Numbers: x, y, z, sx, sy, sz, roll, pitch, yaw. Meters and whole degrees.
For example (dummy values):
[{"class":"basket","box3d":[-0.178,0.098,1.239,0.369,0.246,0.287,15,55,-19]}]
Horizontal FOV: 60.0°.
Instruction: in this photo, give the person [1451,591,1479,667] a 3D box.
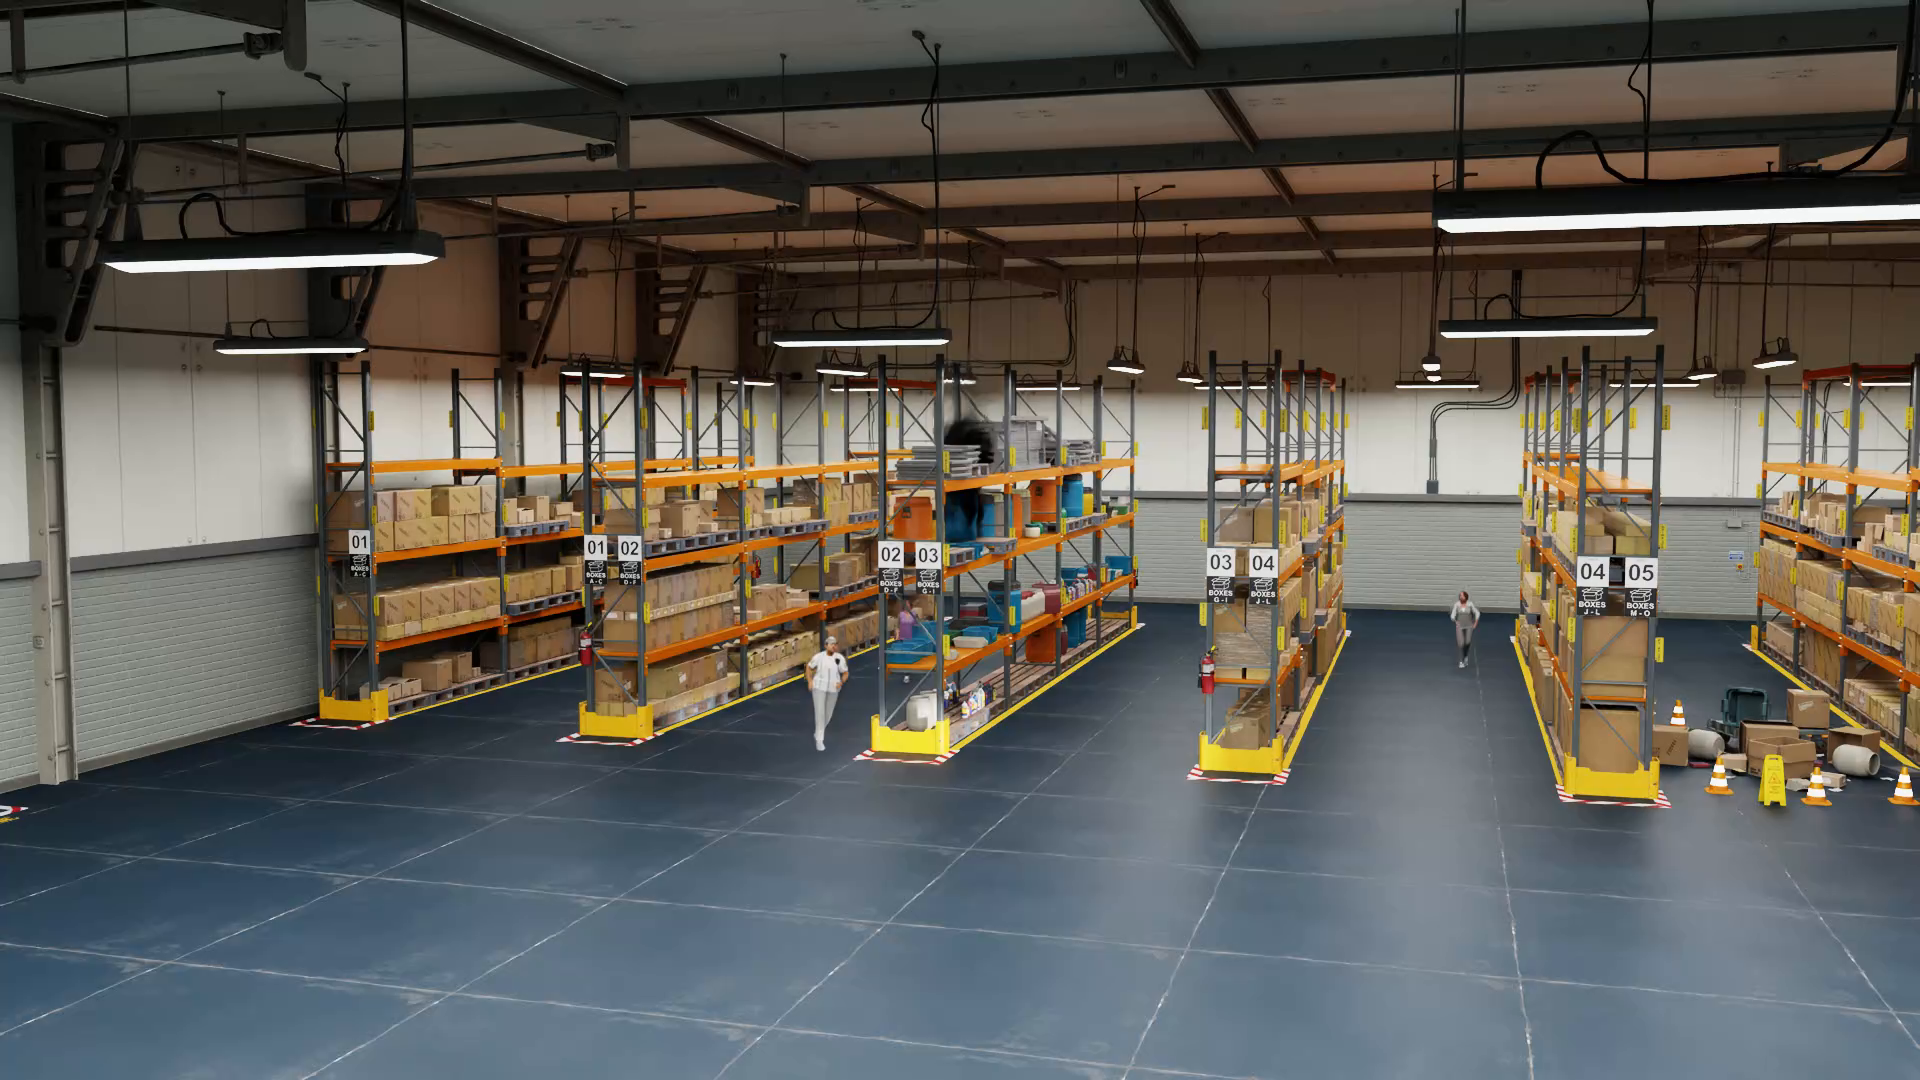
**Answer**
[{"class":"person","box3d":[10.230,1.811,33.733,0.553,1.557,0.565,2,4,22]}]

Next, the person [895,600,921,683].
[{"class":"person","box3d":[-1.000,1.939,32.137,0.536,1.575,0.621,0,4,5]}]

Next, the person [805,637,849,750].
[{"class":"person","box3d":[-1.991,2.279,25.045,0.639,1.654,0.722,-1,4,-15]}]
